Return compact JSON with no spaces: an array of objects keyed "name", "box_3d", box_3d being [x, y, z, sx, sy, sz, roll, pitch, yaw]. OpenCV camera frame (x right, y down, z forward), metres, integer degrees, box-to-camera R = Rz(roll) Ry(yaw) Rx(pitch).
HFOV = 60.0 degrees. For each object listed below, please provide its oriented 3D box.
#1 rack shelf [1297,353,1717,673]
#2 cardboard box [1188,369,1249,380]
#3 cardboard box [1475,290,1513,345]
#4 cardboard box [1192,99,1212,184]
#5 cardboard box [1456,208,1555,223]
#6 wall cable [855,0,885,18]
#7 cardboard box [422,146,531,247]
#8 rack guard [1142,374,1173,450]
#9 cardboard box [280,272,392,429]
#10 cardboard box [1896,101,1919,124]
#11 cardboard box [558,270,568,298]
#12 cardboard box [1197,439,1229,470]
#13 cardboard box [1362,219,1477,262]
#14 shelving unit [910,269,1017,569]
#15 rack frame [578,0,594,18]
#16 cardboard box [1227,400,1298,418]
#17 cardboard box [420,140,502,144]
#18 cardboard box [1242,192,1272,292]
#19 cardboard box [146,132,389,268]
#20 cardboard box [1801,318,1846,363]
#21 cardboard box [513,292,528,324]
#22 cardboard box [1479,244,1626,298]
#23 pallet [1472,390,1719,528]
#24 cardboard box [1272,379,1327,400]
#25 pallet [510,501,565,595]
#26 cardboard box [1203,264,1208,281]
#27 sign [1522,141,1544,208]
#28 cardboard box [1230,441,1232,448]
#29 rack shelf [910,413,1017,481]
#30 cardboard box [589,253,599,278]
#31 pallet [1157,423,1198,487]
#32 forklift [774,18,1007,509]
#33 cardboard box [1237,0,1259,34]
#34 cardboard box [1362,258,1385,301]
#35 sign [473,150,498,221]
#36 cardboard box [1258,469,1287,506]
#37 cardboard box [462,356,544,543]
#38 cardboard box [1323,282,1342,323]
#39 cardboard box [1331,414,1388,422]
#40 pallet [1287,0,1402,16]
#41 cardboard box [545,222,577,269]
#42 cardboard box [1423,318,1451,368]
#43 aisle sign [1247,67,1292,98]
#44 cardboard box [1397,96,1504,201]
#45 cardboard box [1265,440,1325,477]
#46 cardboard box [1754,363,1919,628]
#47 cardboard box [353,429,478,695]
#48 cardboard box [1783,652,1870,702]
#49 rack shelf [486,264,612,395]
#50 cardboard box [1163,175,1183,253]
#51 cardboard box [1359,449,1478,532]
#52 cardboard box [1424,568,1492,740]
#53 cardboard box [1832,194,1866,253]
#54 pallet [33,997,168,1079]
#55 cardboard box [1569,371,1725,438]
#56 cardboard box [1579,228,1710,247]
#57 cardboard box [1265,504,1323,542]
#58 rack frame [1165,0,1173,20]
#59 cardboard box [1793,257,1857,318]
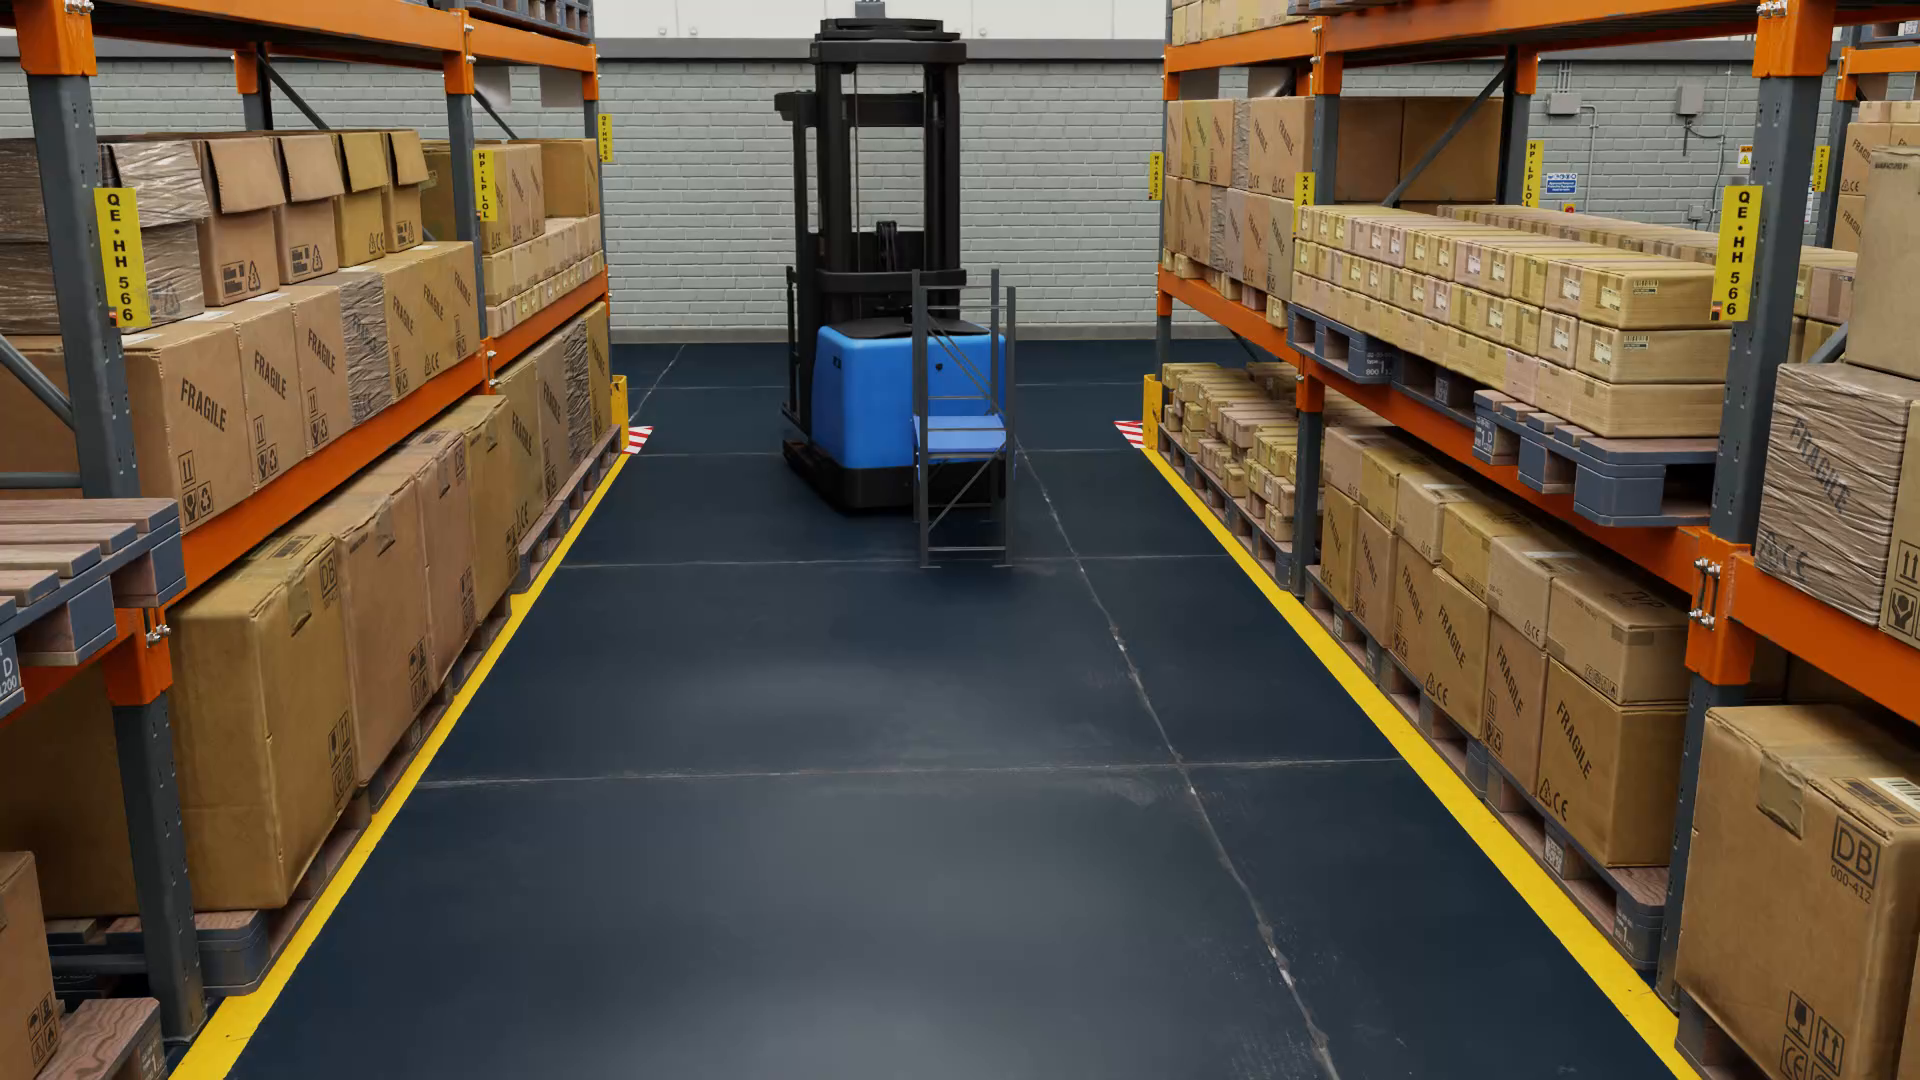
[{"name":"rack shelf","box_3d":[2.309,-0.333,6.246,1.077,0.370,4.000,-1,14,-3]},{"name":"cardboard box","box_3d":[1.768,-1.083,11.399,0.380,0.149,0.250,-1,14,-2]},{"name":"cardboard box","box_3d":[1.896,-0.720,5.369,0.380,0.149,0.250,-1,14,-3]},{"name":"cardboard box","box_3d":[1.748,-2.480,10.340,0.500,0.500,0.500,-1,14,-5]},{"name":"cardboard box","box_3d":[2.423,-1.385,7.358,0.380,0.149,0.250,-1,14,-5]},{"name":"wall cable","box_3d":[0.071,-8.045,16.280,2.277,5.999,0.120,-1,14,-3]},{"name":"cardboard box","box_3d":[-2.568,-1.808,8.733,0.500,0.500,0.500,-1,14,-3]},{"name":"rack guard","box_3d":[1.942,-0.944,12.194,1.175,0.500,0.348,-1,14,-3]},{"name":"cardboard box","box_3d":[-2.380,-0.686,5.974,0.500,0.500,0.500,-1,14,-3]},{"name":"cardboard box","box_3d":[6.607,-2.899,11.266,0.380,0.149,0.250,0,14,-2]},{"name":"cardboard box","box_3d":[-2.574,-1.537,9.985,0.380,0.149,0.250,-1,14,-2]},{"name":"cardboard box","box_3d":[1.717,-0.545,10.505,0.380,0.149,0.250,-2,15,-6]},{"name":"cardboard box","box_3d":[1.817,-1.185,6.580,0.380,0.149,0.250,-1,14,-4]},{"name":"shelving unit","box_3d":[0.005,-0.705,9.257,0.538,1.500,1.048,-1,14,-3]},{"name":"rack frame","box_3d":[-3.019,-5.028,11.008,1.000,3.000,0.127,-1,14,-3]},{"name":"cardboard box","box_3d":[1.843,-0.761,10.150,0.380,0.149,0.250,-1,14,-3]},{"name":"cardboard box","box_3d":[-3.228,-2.309,10.681,0.500,0.500,0.500,-1,14,-5]},{"name":"cardboard box","box_3d":[1.843,-1.617,8.993,0.500,0.500,0.500,-1,14,-5]},{"name":"cardboard box","box_3d":[-2.692,-1.332,6.471,0.797,0.503,0.637,-1,14,-3]},{"name":"cardboard box","box_3d":[2.604,-0.533,4.644,0.380,0.149,0.250,0,14,-1]},{"name":"cardboard box","box_3d":[-2.491,-1.216,8.735,0.380,0.149,0.250,0,14,-2]},{"name":"cardboard box","box_3d":[1.896,-0.863,5.328,0.380,0.149,0.250,0,14,-2]},{"name":"pallet","box_3d":[2.283,-0.267,4.930,1.213,0.211,1.003,-1,14,-3]},{"name":"cardboard box","box_3d":[2.277,-0.966,10.945,0.380,0.149,0.250,-1,15,-6]},{"name":"pallet","box_3d":[-2.740,0.032,8.977,1.003,0.211,1.213,-1,14,-3]},{"name":"cardboard box","box_3d":[1.804,-1.774,10.905,0.380,0.149,0.250,0,14,-1]},{"name":"sign","box_3d":[2.739,-1.749,7.982,0.100,0.325,0.005,-1,14,-3]},{"name":"cardboard box","box_3d":[1.862,-0.614,10.174,0.380,0.149,0.250,0,14,-1]},{"name":"rack shelf","box_3d":[0.005,-0.531,9.302,0.538,0.185,1.000,-1,14,-3]},{"name":"cardboard box","box_3d":[-2.651,-1.853,11.212,0.380,0.149,0.250,-1,14,-3]},{"name":"pallet","box_3d":[1.957,-0.602,11.443,1.003,0.211,1.213,-1,14,-3]},{"name":"forklift","box_3d":[-0.606,-1.933,11.156,1.130,2.935,3.031,-4,15,-16]},{"name":"cardboard box","box_3d":[1.834,-2.928,9.167,0.500,0.250,0.500,-1,14,-4]},{"name":"cardboard box","box_3d":[1.821,-1.040,6.611,0.380,0.149,0.250,0,14,-1]},{"name":"sign","box_3d":[-2.230,-1.661,7.797,0.100,0.325,0.005,-1,14,-3]},{"name":"cardboard box","box_3d":[1.820,-0.286,8.902,0.380,0.149,0.250,-2,15,-6]},{"name":"cardboard box","box_3d":[-2.732,-0.467,8.745,0.875,0.875,0.875,-1,14,-3]},{"name":"cardboard box","box_3d":[1.785,-1.025,7.151,0.380,0.149,0.250,-1,14,-3]},{"name":"cardboard box","box_3d":[2.375,-0.640,9.677,0.380,0.149,0.250,-1,14,-2]},{"name":"pallet","box_3d":[2.117,-2.386,7.136,1.213,0.211,1.003,-1,14,-3]},{"name":"cardboard box","box_3d":[-2.661,-1.825,10.303,0.500,0.250,0.500,-1,14,-5]},{"name":"cardboard box","box_3d":[1.870,-0.701,5.891,0.380,0.149,0.250,0,14,-2]},{"name":"aisle sign","box_3d":[2.233,-3.456,11.721,0.394,0.787,0.004,-1,14,-3]},{"name":"cardboard box","box_3d":[2.401,-1.972,8.366,0.500,0.500,0.500,-1,14,-2]},{"name":"cardboard box","box_3d":[1.848,-0.437,8.891,0.380,0.149,0.250,-1,14,-3]},{"name":"cardboard box","box_3d":[2.192,-0.117,3.761,0.500,0.500,0.500,-1,14,-3]},{"name":"cardboard box","box_3d":[-2.655,0.079,6.621,1.225,0.875,0.875,-1,14,-5]},{"name":"cardboard box","box_3d":[2.632,0.284,5.070,0.500,0.250,0.500,-2,15,-6]},{"name":"rack shelf","box_3d":[-2.895,-1.277,9.912,1.077,0.370,4.000,-1,14,-3]},{"name":"cardboard box","box_3d":[1.690,-2.251,11.456,0.500,0.500,0.500,0,14,-1]},{"name":"cardboard box","box_3d":[2.003,-0.215,7.011,0.500,0.250,0.500,0,14,-2]},{"name":"cardboard box","box_3d":[2.054,0.403,6.115,0.500,0.500,0.500,-2,15,-6]},{"name":"cardboard box","box_3d":[6.615,-2.200,11.857,0.500,0.500,0.500,-1,14,-4]},{"name":"pallet","box_3d":[-2.476,1.412,3.615,1.003,0.211,1.213,-1,14,-3]},{"name":"cardboard box","box_3d":[1.944,-0.382,4.651,0.380,0.149,0.250,-1,14,-3]},{"name":"cardboard box","box_3d":[2.503,-1.061,6.098,0.380,0.149,0.250,-1,14,-4]},{"name":"cardboard box","box_3d":[1.821,-0.094,8.751,0.380,0.149,0.250,-1,14,-3]},{"name":"rack frame","box_3d":[1.938,-5.079,11.208,1.000,3.000,0.127,-1,14,-3]},{"name":"cardboard box","box_3d":[2.579,-0.739,4.846,0.380,0.149,0.250,-1,14,-5]}]
